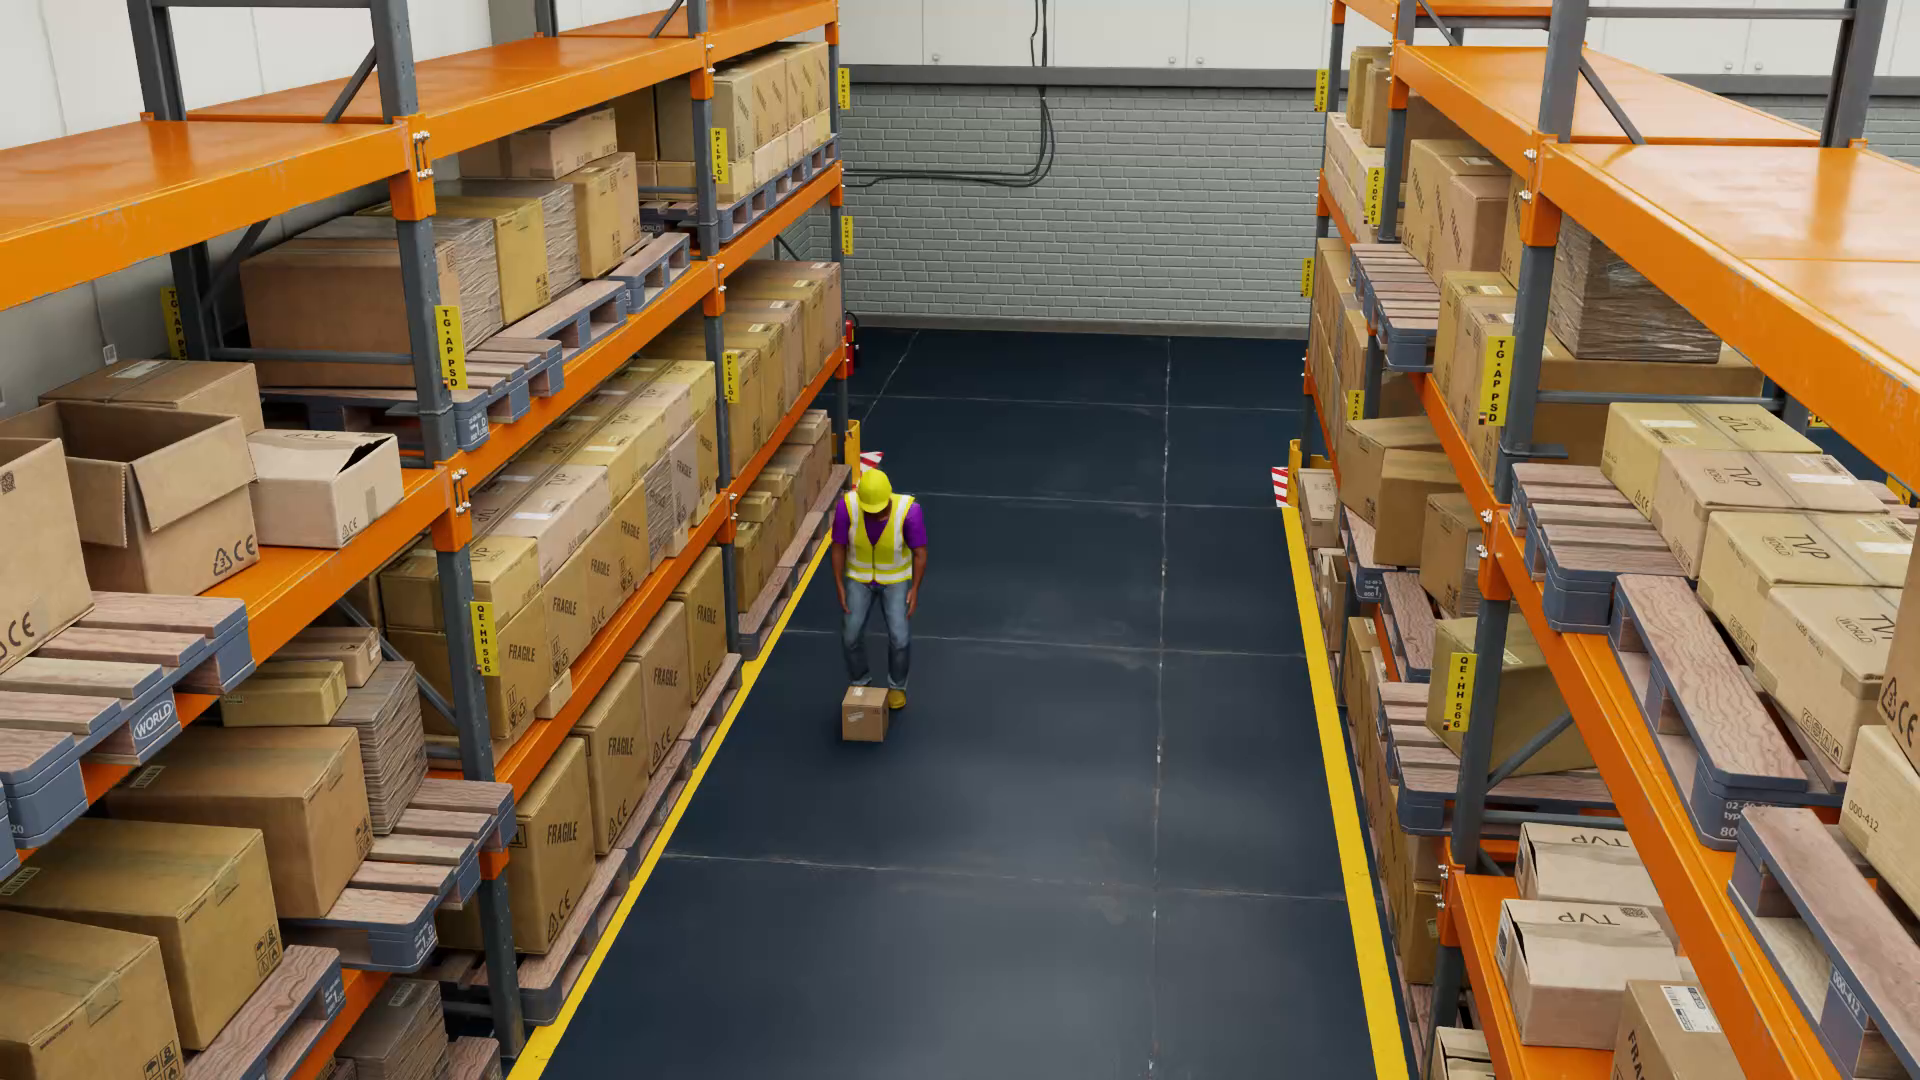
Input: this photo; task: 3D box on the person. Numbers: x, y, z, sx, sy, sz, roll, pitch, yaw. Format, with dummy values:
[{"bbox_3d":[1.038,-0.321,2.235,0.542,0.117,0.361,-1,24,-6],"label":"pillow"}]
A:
[{"bbox_3d":[-0.504,0.280,10.510,0.613,1.633,0.576,3,21,8],"label":"person"}]
